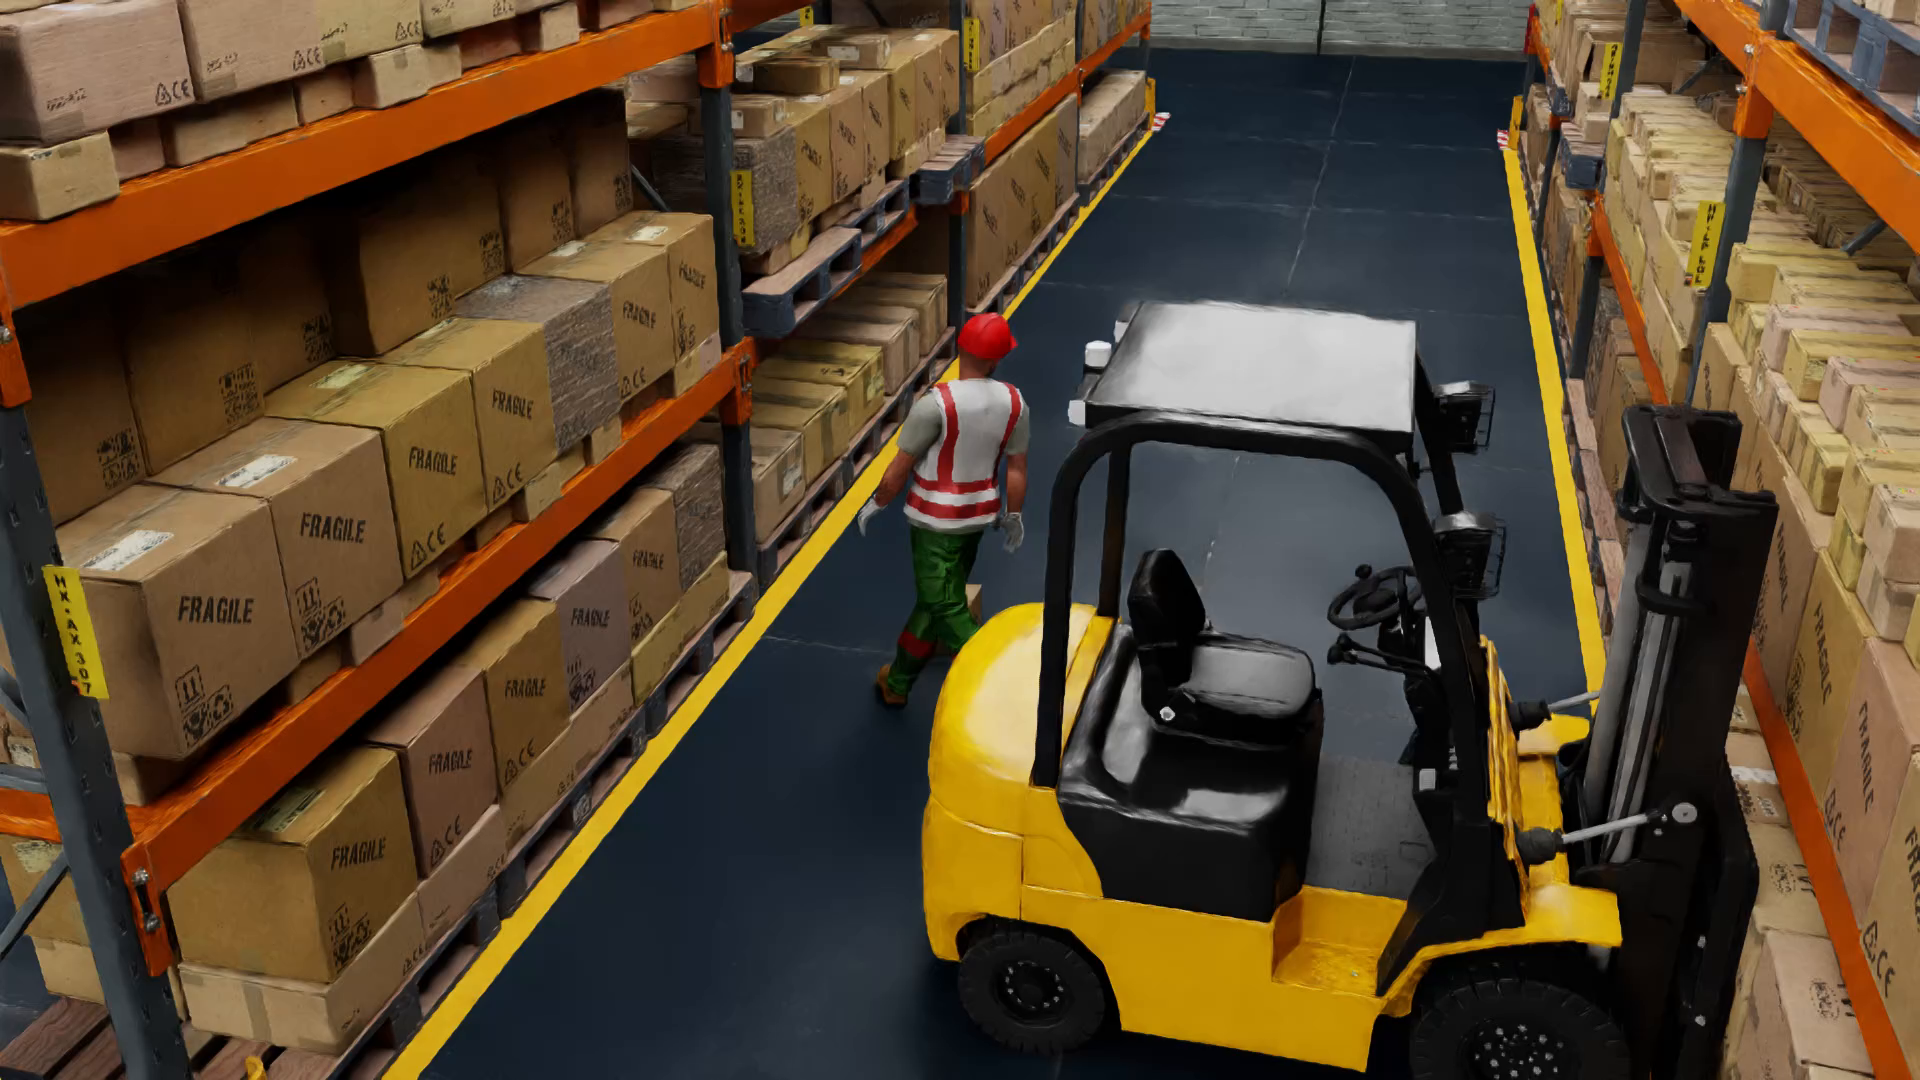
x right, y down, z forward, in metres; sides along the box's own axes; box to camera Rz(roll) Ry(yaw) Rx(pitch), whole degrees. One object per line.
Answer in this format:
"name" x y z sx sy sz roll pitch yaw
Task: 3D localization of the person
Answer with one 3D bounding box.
"person" -0.062 -0.094 6.809 0.595 1.744 0.712 -22 33 -39
